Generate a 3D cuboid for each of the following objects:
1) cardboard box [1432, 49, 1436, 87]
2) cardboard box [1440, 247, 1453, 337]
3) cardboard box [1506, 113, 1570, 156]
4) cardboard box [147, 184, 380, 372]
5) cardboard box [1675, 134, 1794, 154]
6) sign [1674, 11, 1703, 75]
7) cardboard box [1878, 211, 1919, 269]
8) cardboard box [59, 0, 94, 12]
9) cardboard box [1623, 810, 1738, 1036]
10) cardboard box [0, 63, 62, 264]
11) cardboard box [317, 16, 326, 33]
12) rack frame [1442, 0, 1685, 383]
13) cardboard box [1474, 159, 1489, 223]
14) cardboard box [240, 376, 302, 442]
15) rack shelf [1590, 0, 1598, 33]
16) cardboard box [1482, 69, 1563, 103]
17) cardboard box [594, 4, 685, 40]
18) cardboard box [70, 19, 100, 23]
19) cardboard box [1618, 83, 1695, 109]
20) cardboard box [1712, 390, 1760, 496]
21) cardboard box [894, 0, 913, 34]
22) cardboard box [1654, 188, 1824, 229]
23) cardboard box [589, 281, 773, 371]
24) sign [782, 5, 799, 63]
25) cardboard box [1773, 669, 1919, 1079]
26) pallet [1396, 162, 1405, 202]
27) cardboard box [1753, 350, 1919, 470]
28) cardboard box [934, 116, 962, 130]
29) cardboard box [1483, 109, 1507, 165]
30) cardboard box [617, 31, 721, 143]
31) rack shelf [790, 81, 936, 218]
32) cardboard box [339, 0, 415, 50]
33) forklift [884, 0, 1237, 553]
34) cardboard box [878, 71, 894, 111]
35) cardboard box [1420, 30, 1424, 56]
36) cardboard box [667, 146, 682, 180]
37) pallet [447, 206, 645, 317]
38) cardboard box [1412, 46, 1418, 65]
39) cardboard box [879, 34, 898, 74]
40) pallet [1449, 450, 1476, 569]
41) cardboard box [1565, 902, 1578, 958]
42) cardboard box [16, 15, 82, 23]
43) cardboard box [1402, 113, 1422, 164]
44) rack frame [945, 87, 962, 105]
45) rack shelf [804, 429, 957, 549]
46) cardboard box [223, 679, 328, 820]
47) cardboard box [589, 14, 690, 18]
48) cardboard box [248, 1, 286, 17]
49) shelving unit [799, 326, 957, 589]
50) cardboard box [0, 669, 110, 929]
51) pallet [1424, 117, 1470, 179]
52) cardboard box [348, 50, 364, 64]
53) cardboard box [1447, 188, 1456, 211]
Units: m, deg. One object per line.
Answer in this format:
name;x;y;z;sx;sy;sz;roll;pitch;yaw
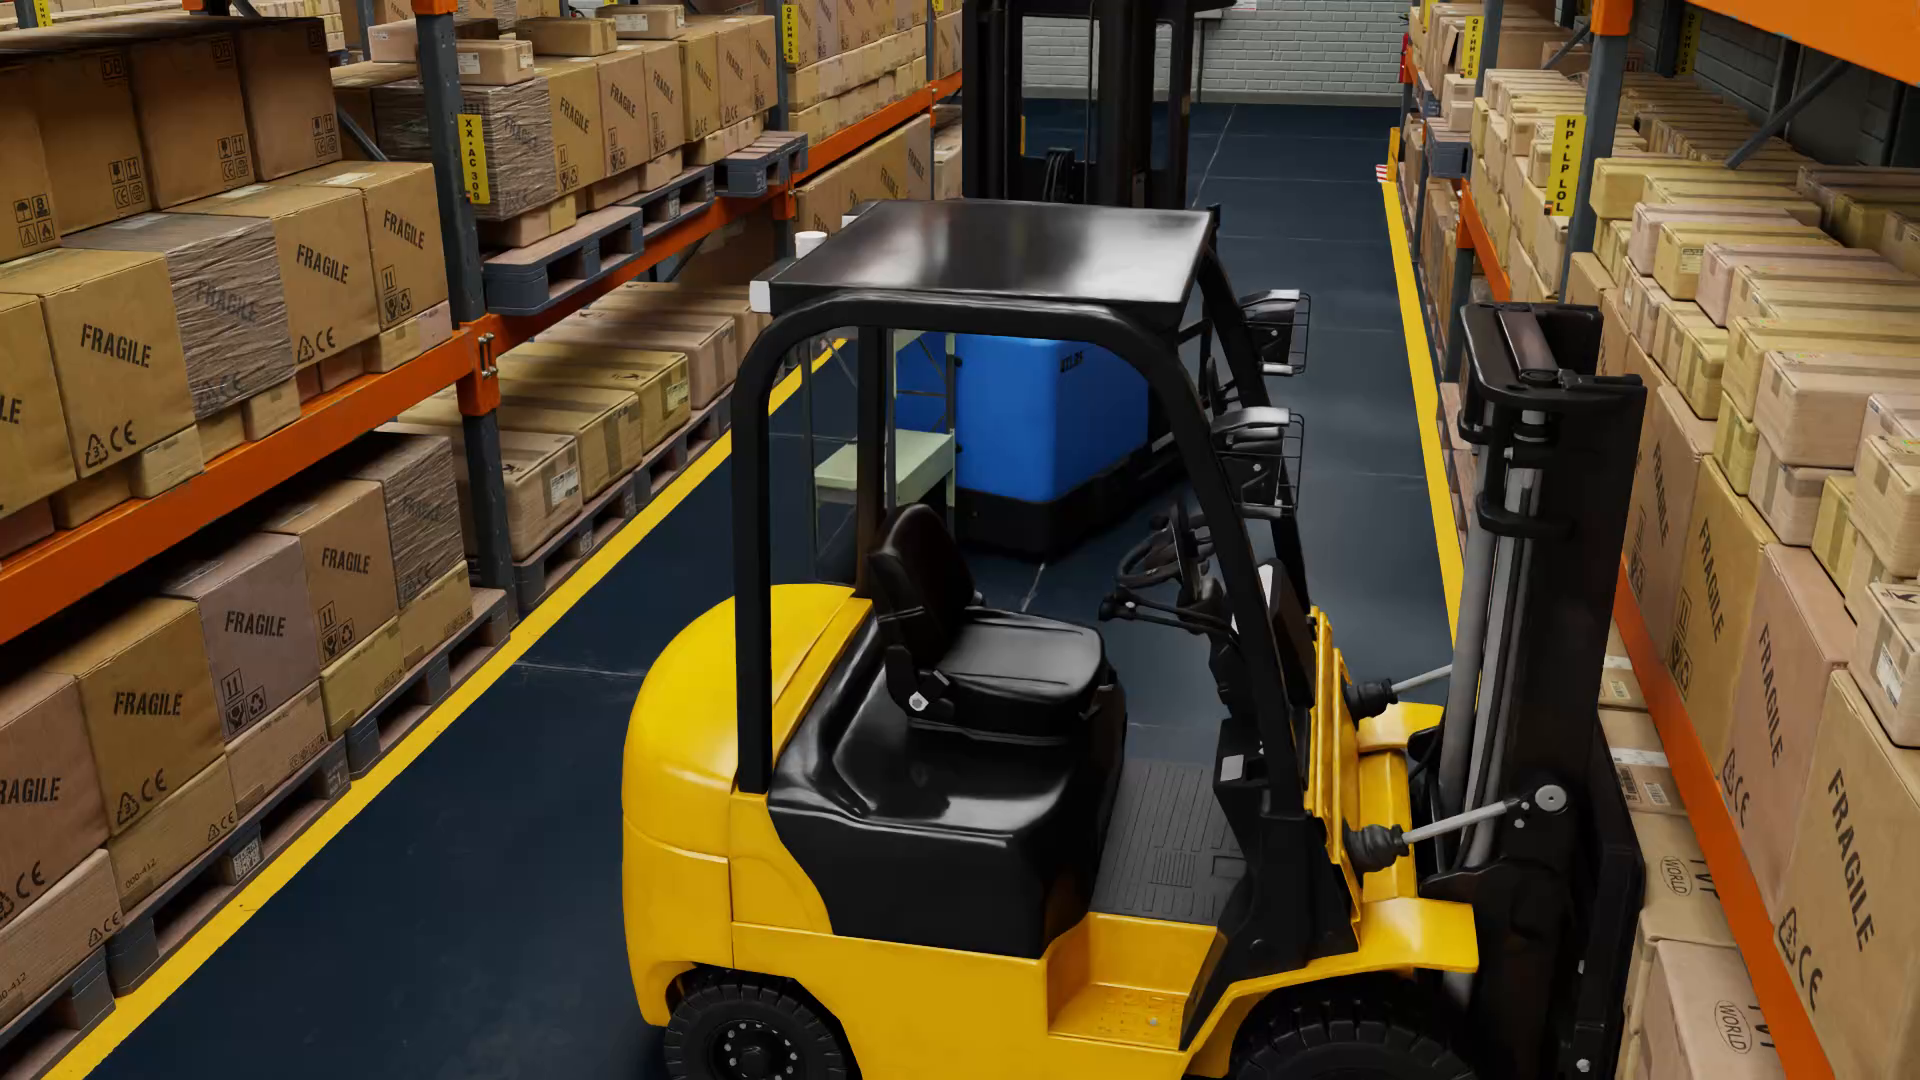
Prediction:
cardboard box;3.482;-3.260;11.552;0.396;0.266;0.258;6;23;14
cardboard box;3.313;-1.532;10.427;0.500;0.500;0.500;4;22;10
cardboard box;2.571;-1.743;7.163;0.380;0.149;0.250;4;22;9
cardboard box;-2.297;-0.872;5.472;0.500;0.500;0.500;5;23;13
cardboard box;3.056;-1.510;6.585;0.380;0.149;0.250;4;22;11
sign;3.869;-2.640;8.843;0.100;0.325;0.005;4;22;11
cardboard box;2.617;-0.744;4.285;0.380;0.149;0.250;4;22;10
cardboard box;-9.651;-5.701;17.797;0.500;0.250;0.500;4;22;9
cardboard box;1.673;0.834;3.547;0.500;0.250;0.500;5;22;12
cardboard box;-2.925;-0.997;4.445;0.700;0.500;0.500;4;22;11
cardboard box;-5.526;-4.283;13.850;0.380;0.149;0.250;5;22;11
rack frame;3.325;-2.144;9.162;1.000;3.000;0.127;4;22;11
cardboard box;2.888;-1.747;8.377;0.500;0.250;0.500;4;22;10
cardboard box;-2.323;-0.429;5.239;0.380;0.149;0.250;4;22;10
rack shelf;2.917;-2.470;6.919;1.077;0.370;4.000;4;22;11
cardboard box;2.971;-2.397;8.788;0.380;0.149;0.250;5;22;12
cardboard box;-1.593;-2.581;8.285;0.380;0.149;0.250;3;22;8
cardboard box;-6.011;-3.558;11.650;0.380;0.149;0.250;4;22;11
cardboard box;3.400;-2.162;8.206;0.380;0.149;0.250;4;22;11
cardboard box;1.727;-0.185;3.294;0.380;0.149;0.250;5;22;11
cardboard box;-0.663;-4.122;12.600;0.500;0.500;0.500;5;22;12
cardboard box;2.145;-0.876;4.613;0.380;0.149;0.250;4;22;10
cardboard box;-1.660;-1.291;9.999;0.950;0.372;0.625;3;22;7
sign;-1.002;-2.983;9.802;0.100;0.325;0.005;4;22;11
cardboard box;1.536;0.536;2.375;0.500;0.500;0.500;4;22;10
pallet;4.780;-3.457;16.154;1.003;0.211;1.213;4;22;11
cardboard box;1.674;-0.230;3.009;0.380;0.149;0.250;5;22;12
cardboard box;-0.118;-3.869;16.312;0.875;0.438;0.875;5;22;12
cardboard box;2.892;-1.980;8.285;0.500;0.250;0.500;5;23;13
cardboard box;-1.552;-2.338;8.549;0.500;0.500;0.500;3;22;7
rack shelf;-1.127;-2.919;12.048;1.077;0.370;4.000;4;22;11
cardboard box;-5.238;-4.670;14.903;0.500;0.500;0.500;4;22;10
forklift;0.727;-1.805;8.413;1.130;2.935;3.031;13;25;29
cardboard box;-0.790;-3.362;12.386;0.500;0.250;0.500;4;22;9
cardboard box;4.209;-4.246;14.183;0.500;0.250;0.500;4;22;11
cardboard box;-1.610;-1.889;8.302;0.380;0.149;0.250;4;22;9
pallet;-2.053;-1.237;7.168;1.003;0.211;1.213;4;22;11
cardboard box;4.310;-4.386;15.066;0.380;0.149;0.250;4;22;9
cardboard box;-0.766;-3.593;12.291;0.500;0.250;0.500;5;22;12
pallet;2.867;-0.107;7.838;1.003;0.211;1.213;4;22;11
cardboard box;1.785;1.112;4.197;0.500;0.250;0.500;5;23;13
cardboard box;-6.593;-3.715;12.041;0.380;0.149;0.250;5;22;13
cardboard box;4.740;-3.890;16.277;0.797;0.503;0.637;4;22;9
rack frame;0.097;-5.447;17.362;1.000;3.000;0.127;4;22;11
rack shelf;-0.335;-0.227;7.283;0.431;0.370;0.720;7;23;18
cardboard box;-2.416;0.640;5.367;0.500;0.250;0.500;5;22;12
cardboard box;-1.854;-2.753;9.580;0.500;0.500;0.500;4;22;9
cardboard box;-5.638;-4.228;13.314;0.380;0.149;0.250;4;22;11
shelving unit;-0.335;-0.530;7.161;0.431;1.500;0.755;7;23;18
cardboard box;-2.626;0.663;4.306;0.500;0.500;0.500;4;22;9
pallet;3.394;-2.308;9.826;1.213;0.211;1.003;4;22;11
cardboard box;-5.207;-4.286;14.817;0.380;0.149;0.250;5;23;13
cardboard box;3.602;-2.350;11.588;0.380;0.149;0.250;5;23;13
